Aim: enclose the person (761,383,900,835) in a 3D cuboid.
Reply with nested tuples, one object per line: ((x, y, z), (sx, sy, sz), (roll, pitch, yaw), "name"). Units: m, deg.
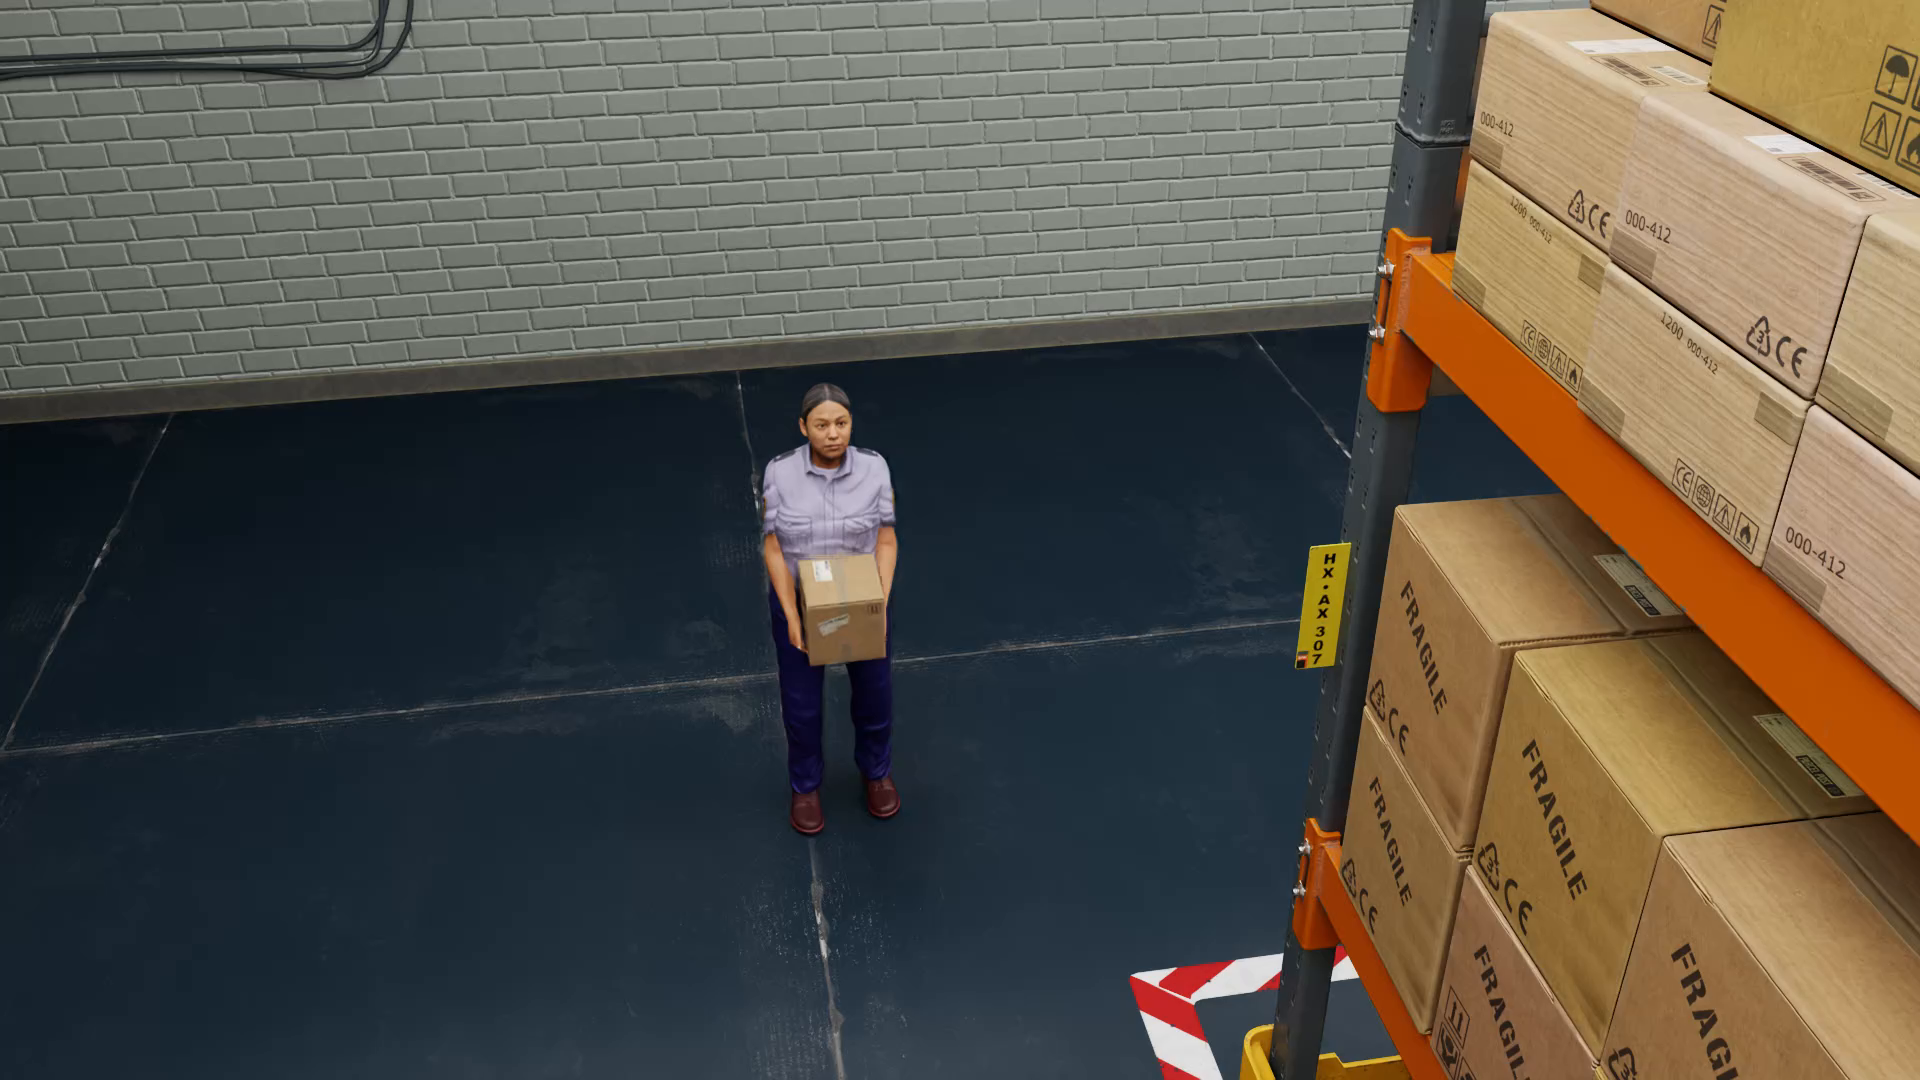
((-0.425, 0.279, 5.692), (0.455, 1.634, 0.512), (-5, 31, -9), "person")
